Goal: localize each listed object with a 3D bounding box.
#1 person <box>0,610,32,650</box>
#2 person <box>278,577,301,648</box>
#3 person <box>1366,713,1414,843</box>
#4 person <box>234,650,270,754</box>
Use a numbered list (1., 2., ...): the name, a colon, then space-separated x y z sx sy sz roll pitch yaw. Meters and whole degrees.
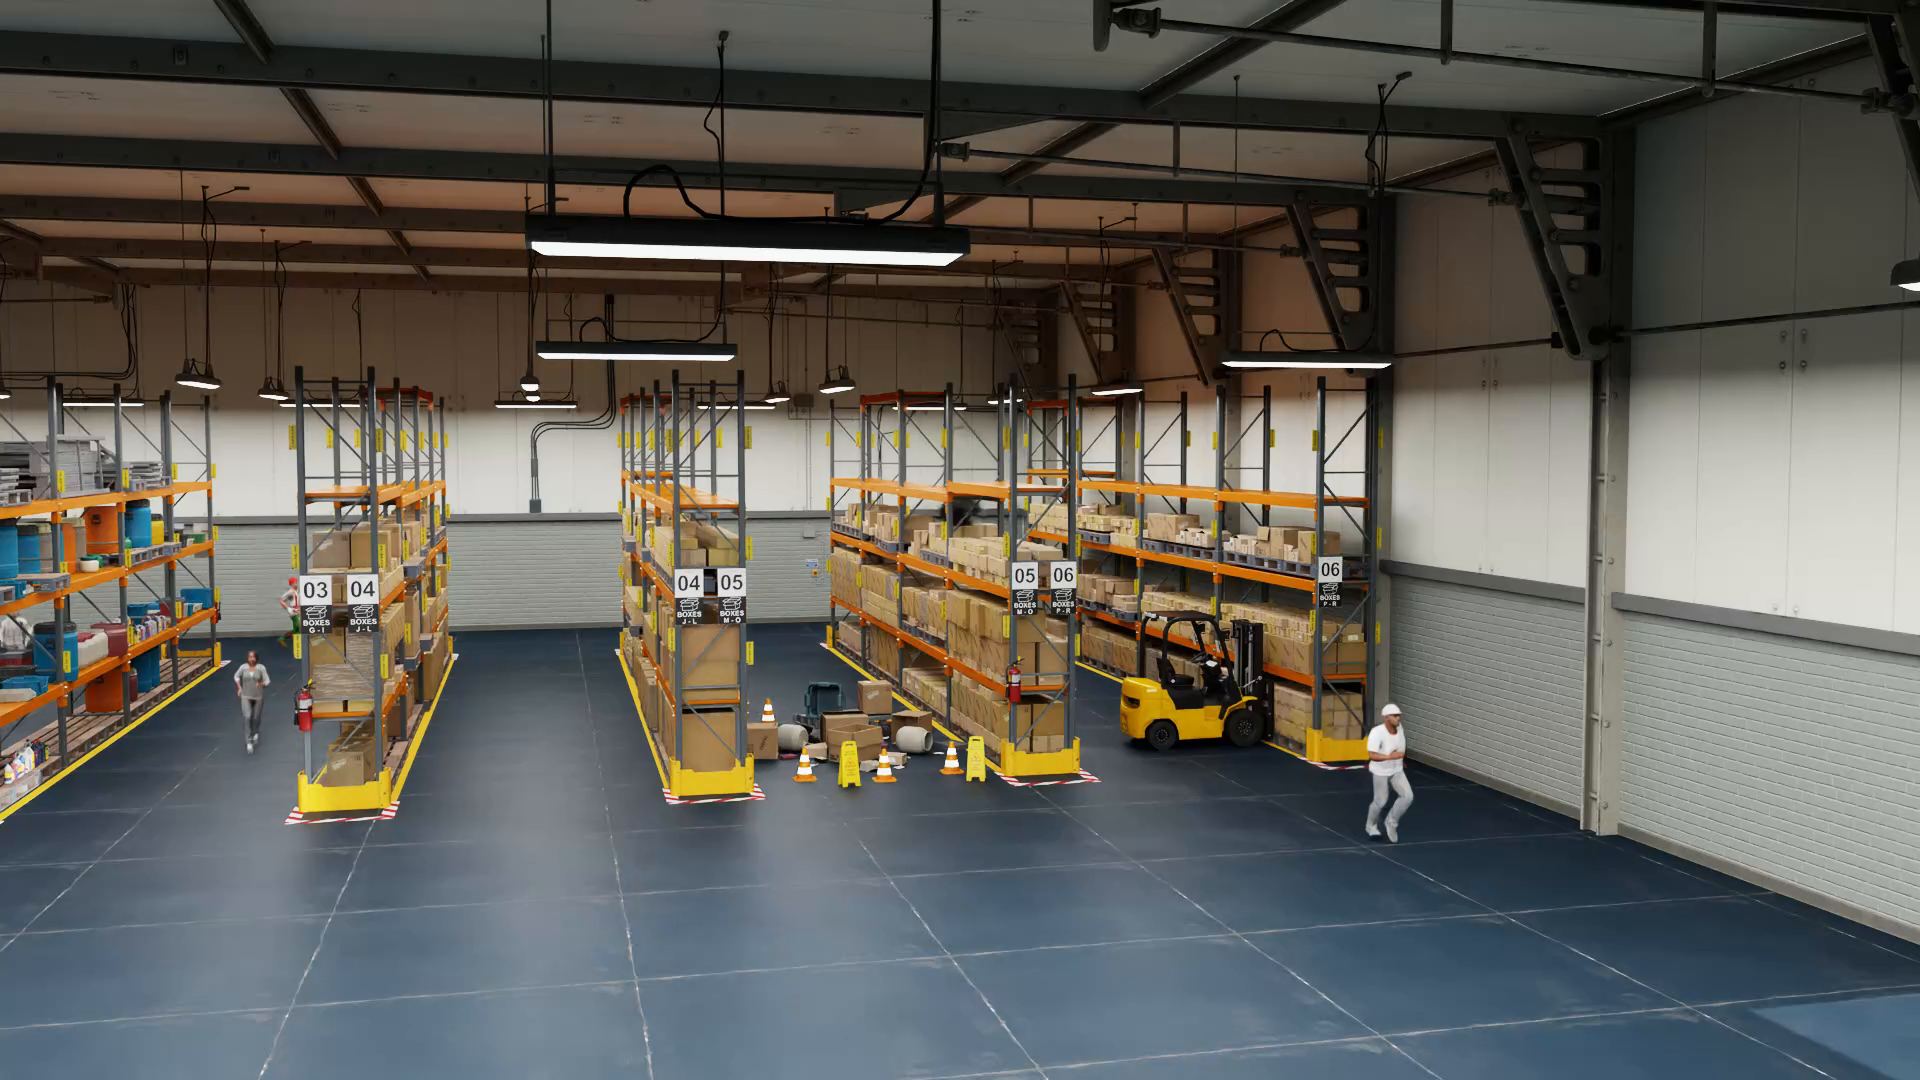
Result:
1. person: -19.418 2.148 34.190 0.613 1.659 0.688 -2 4 -26
2. person: -15.675 1.764 39.220 0.970 1.768 0.667 0 3 3
3. person: 5.325 2.906 20.650 0.734 1.700 0.797 -2 4 -27
4. person: -11.451 2.594 26.928 0.534 1.612 0.830 -2 4 -24
